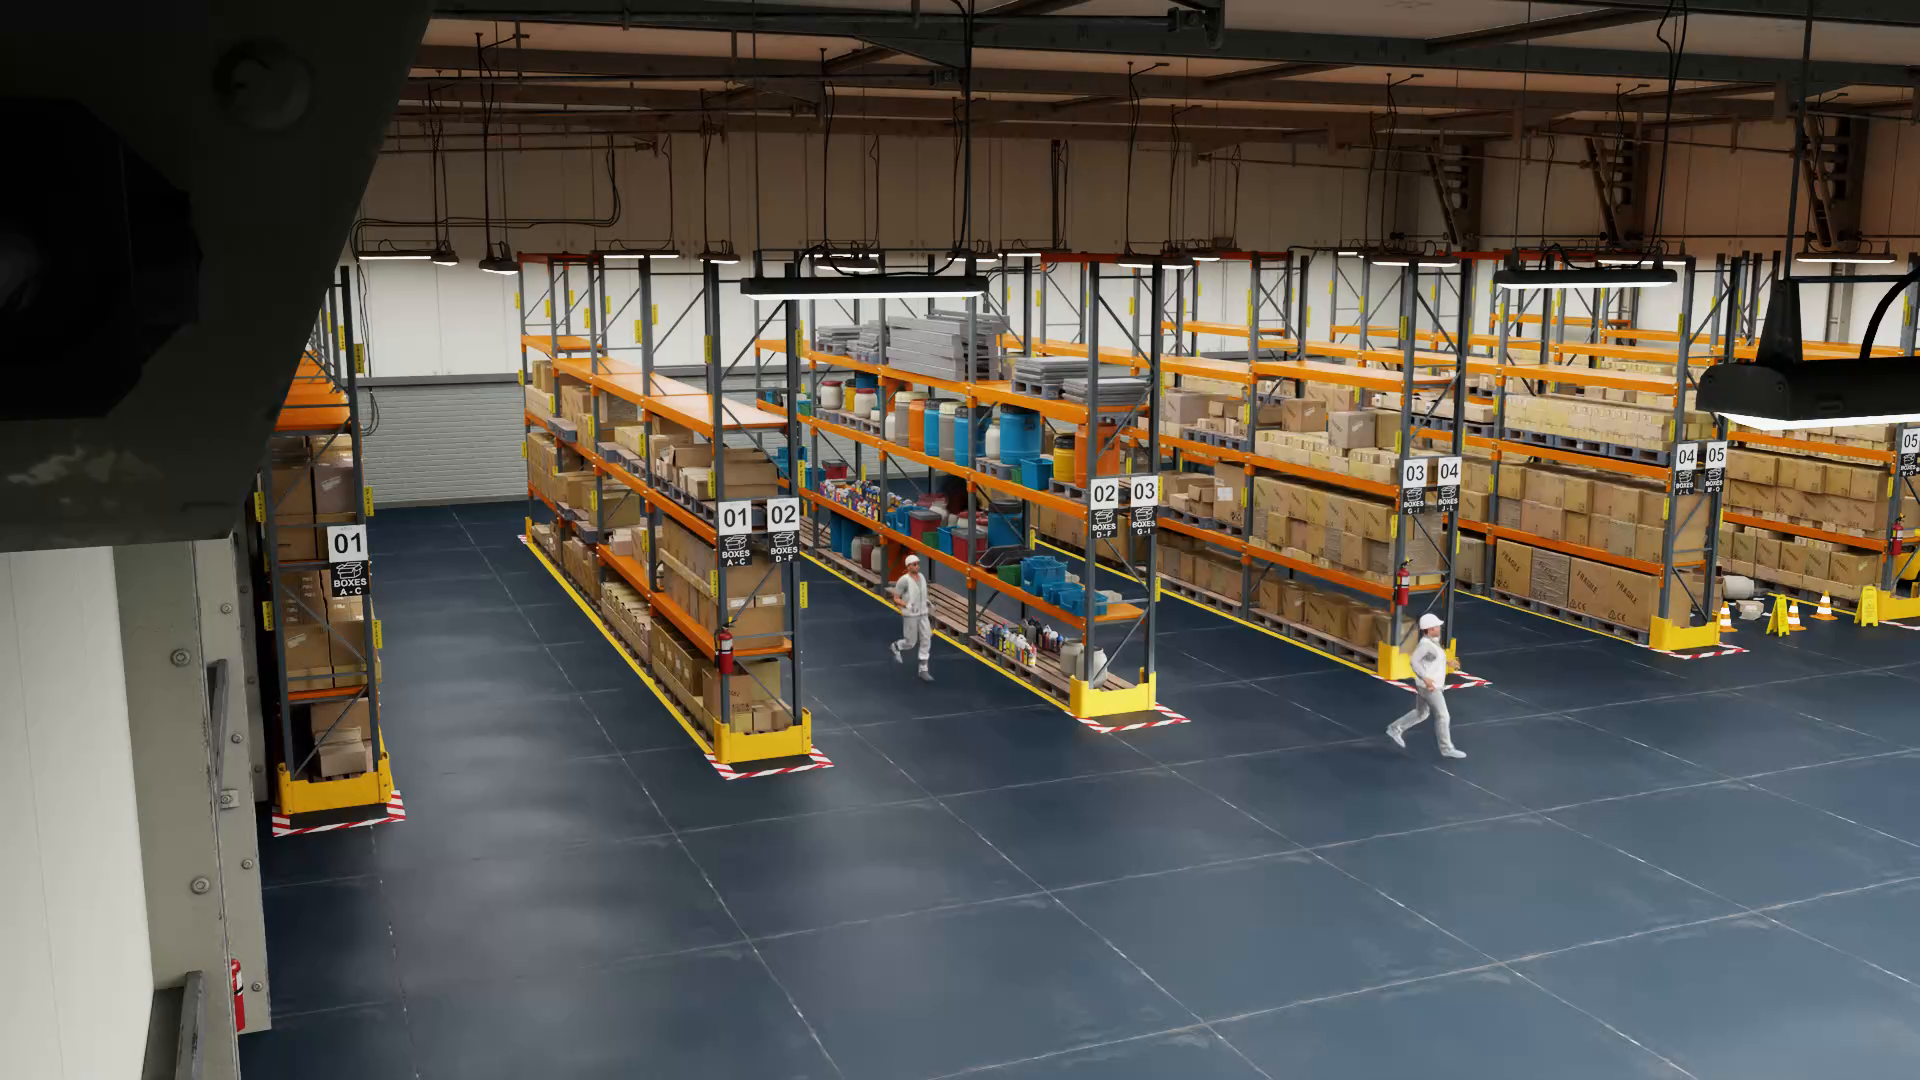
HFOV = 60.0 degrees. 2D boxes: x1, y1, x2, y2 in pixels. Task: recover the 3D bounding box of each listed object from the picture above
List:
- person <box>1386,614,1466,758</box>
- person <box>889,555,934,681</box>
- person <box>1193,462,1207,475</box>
[{"bbox_3d":[5.743,1.764,20.330,0.945,1.752,0.670,3,11,15],"label":"person"},{"bbox_3d":[-0.674,1.050,23.897,0.656,1.707,0.899,-8,13,-38],"label":"person"},{"bbox_3d":[6.000,-2.031,41.833,0.651,1.565,0.536,-6,12,-31],"label":"person"}]
